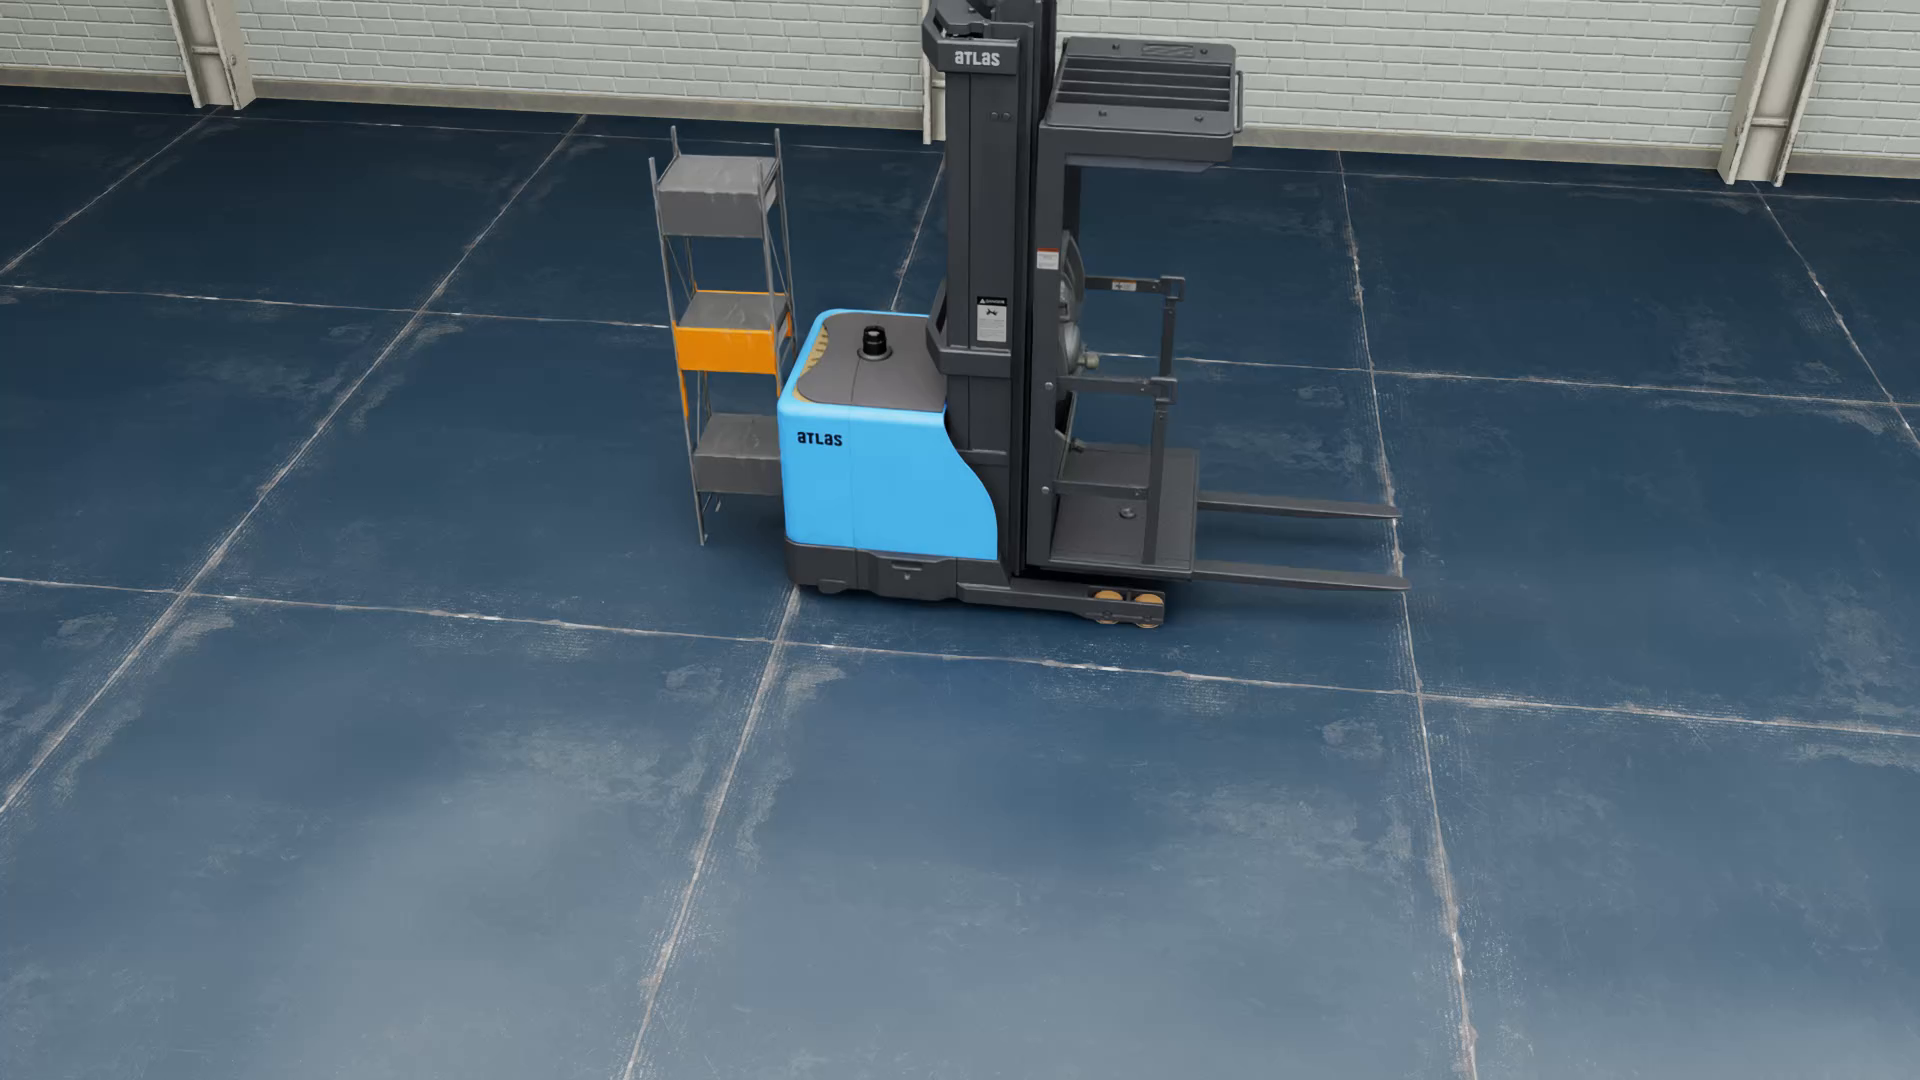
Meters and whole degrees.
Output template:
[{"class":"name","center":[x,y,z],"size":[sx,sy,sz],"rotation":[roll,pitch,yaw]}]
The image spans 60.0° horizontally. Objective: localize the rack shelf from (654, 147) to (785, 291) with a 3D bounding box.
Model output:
[{"class":"rack shelf","center":[-1.095,-1.487,7.693],"size":[0.480,0.518,0.431],"rotation":[3,36,6]}]

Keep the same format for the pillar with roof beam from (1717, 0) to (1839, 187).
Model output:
[{"class":"pillar with roof beam","center":[5.332,-3.891,6.313],"size":[0.400,9.000,9.100],"rotation":[4,36,6]}]

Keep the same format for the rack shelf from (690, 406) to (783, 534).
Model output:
[{"class":"rack shelf","center":[-1.067,-0.346,8.503],"size":[0.480,0.518,0.431],"rotation":[3,36,6]}]

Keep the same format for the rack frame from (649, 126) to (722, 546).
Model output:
[{"class":"rack frame","center":[-1.323,-0.941,8.117],"size":[0.015,2.100,0.400],"rotation":[3,36,6]}]

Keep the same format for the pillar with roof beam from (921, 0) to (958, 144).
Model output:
[{"class":"pillar with roof beam","center":[-0.619,-4.335,6.935],"size":[0.400,9.000,9.100],"rotation":[4,36,6]}]

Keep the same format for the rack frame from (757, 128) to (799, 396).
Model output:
[{"class":"rack frame","center":[-0.839,-0.914,8.063],"size":[0.015,2.100,0.400],"rotation":[3,36,6]}]

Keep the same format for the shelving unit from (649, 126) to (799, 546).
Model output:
[{"class":"shelving unit","center":[-1.081,-0.927,8.090],"size":[0.503,2.100,0.431],"rotation":[3,36,6]}]

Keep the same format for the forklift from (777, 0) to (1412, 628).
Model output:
[{"class":"forklift","center":[0.698,-1.099,7.624],"size":[3.031,2.935,1.130],"rotation":[5,36,7]}]

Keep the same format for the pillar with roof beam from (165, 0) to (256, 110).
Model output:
[{"class":"pillar with roof beam","center":[-6.570,-4.779,7.557],"size":[0.400,9.000,9.100],"rotation":[4,36,6]}]

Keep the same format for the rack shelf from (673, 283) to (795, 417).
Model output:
[{"class":"rack shelf","center":[-1.081,-0.916,8.098],"size":[0.480,0.518,0.431],"rotation":[3,36,6]}]
